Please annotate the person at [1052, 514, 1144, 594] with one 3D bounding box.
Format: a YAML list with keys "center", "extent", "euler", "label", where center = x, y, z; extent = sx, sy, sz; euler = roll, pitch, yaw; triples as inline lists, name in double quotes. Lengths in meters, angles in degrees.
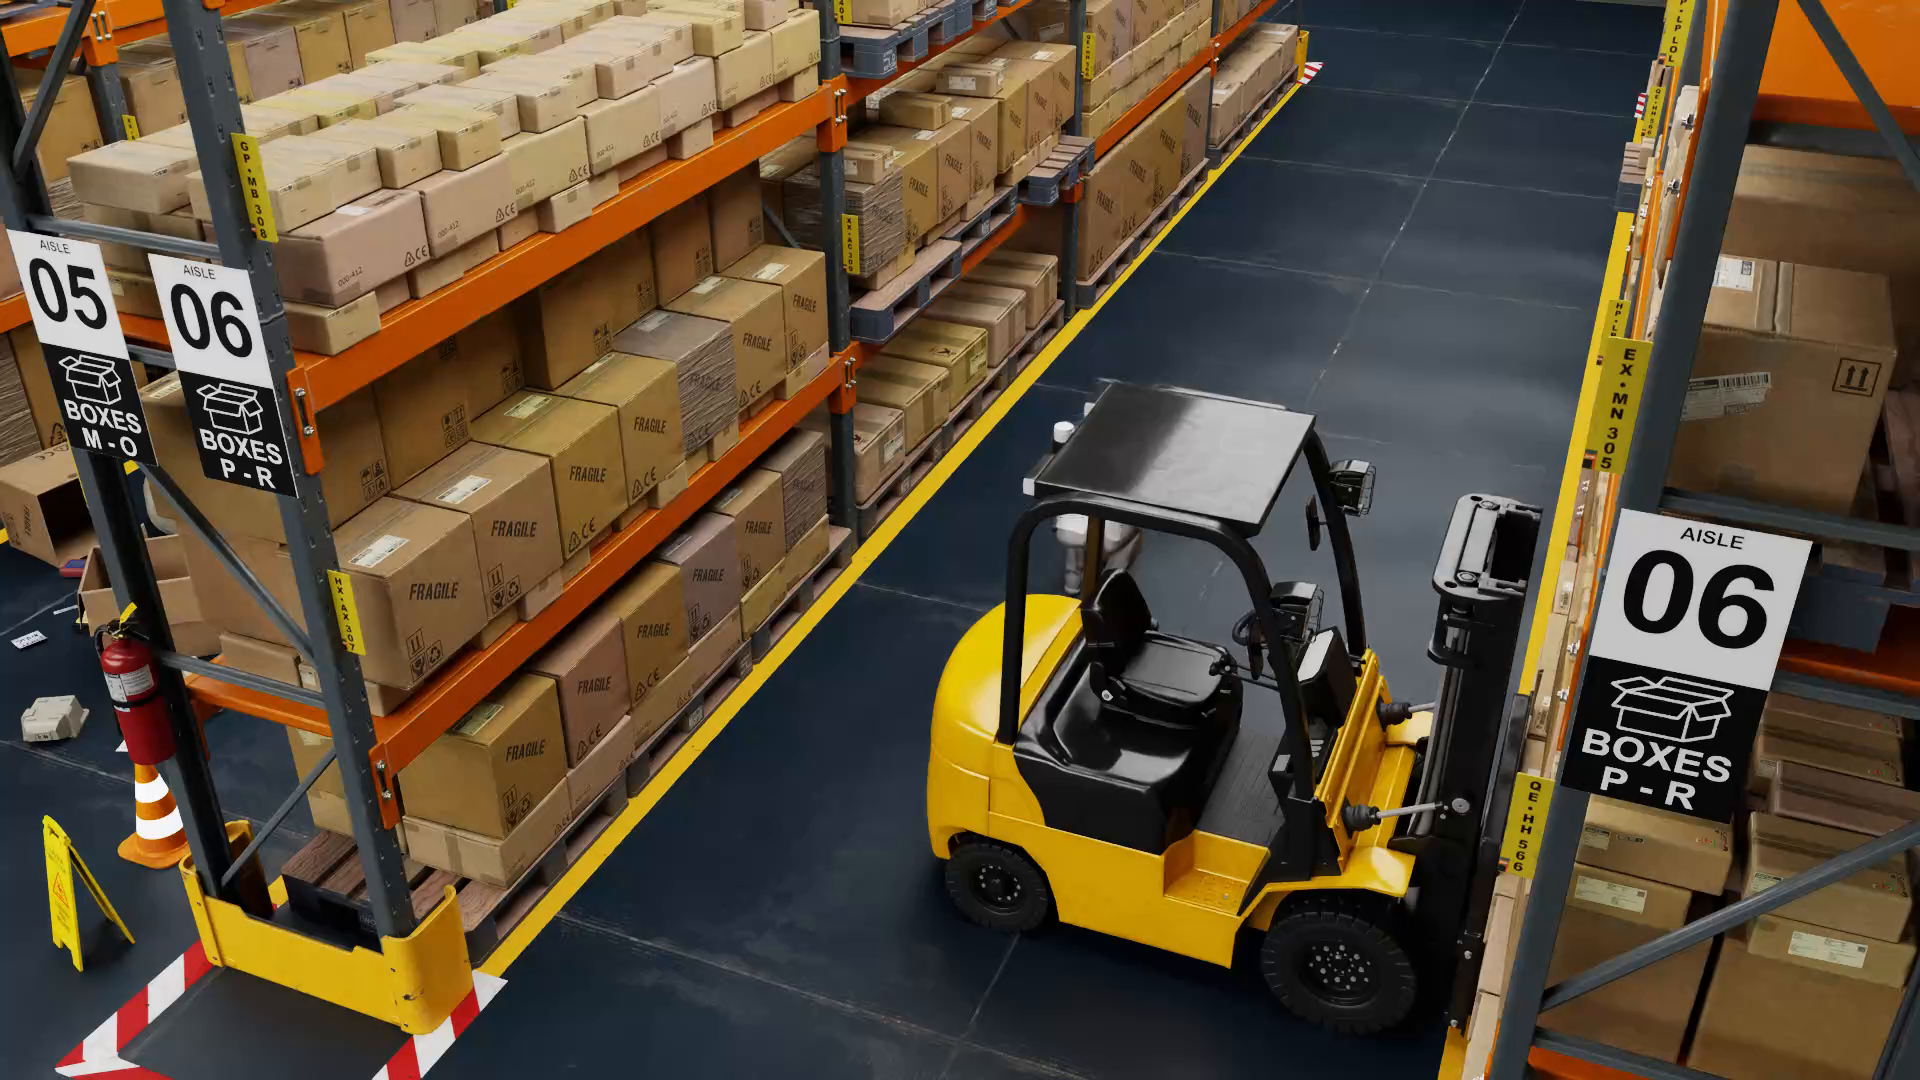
- center: [0.780, -0.175, 9.426]
  extent: [0.491, 0.946, 0.850]
  euler: [11, 32, 19]
  label: "person"
